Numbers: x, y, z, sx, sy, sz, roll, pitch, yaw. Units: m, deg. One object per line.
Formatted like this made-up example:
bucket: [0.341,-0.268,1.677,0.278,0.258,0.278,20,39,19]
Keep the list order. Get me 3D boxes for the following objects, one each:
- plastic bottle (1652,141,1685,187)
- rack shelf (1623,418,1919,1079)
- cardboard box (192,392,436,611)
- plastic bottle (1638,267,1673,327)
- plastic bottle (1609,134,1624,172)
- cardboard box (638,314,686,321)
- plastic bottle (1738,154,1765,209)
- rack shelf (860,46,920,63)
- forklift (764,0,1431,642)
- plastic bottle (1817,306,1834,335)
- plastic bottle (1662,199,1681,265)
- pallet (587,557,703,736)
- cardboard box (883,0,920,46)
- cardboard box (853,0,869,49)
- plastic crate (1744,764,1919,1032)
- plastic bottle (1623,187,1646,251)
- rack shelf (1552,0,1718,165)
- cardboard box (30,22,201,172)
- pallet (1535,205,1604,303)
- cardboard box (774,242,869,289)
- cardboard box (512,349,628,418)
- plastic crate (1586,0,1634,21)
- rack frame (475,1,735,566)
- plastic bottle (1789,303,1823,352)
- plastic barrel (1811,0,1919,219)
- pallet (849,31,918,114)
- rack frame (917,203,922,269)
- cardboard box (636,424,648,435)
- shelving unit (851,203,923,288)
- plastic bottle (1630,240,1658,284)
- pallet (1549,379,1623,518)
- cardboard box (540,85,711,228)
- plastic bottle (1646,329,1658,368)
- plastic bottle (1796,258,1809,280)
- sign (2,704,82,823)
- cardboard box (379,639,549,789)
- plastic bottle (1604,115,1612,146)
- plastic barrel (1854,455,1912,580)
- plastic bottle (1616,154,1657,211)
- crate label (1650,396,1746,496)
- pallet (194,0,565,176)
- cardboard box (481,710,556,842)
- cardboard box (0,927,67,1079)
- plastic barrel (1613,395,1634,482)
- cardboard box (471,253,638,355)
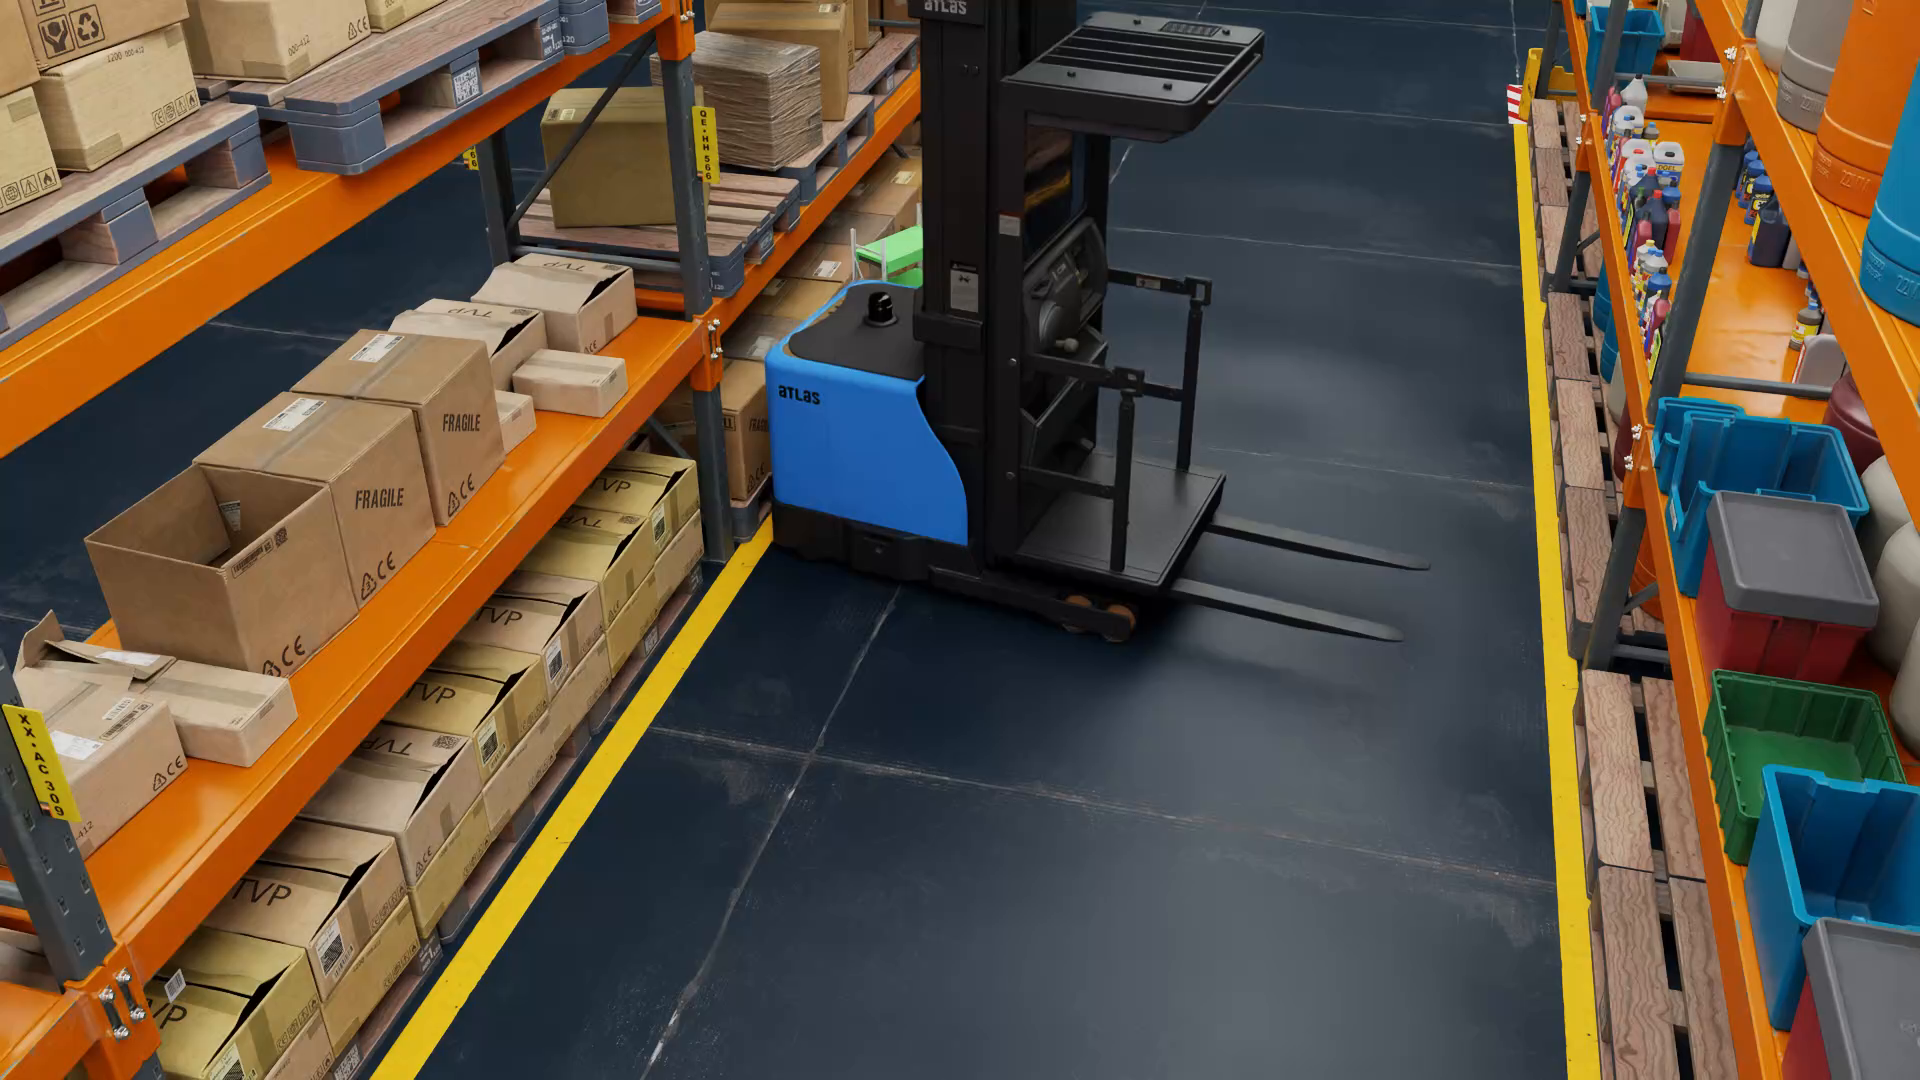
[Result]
plastic bottle: [3.629,-1.900,8.558,0.152,0.276,0.135,8,33,12]
rack shelf: [2.680,0.776,4.904,1.077,0.370,4.000,8,33,12]
cardboard box: [-2.147,-0.138,5.578,0.500,0.500,0.500,8,33,12]
plastic bottle: [3.032,-1.058,7.238,0.097,0.271,0.097,0,32,0]
plastic bottle: [3.543,-2.072,8.899,0.097,0.201,0.097,0,32,0]
cardboard box: [-1.582,-1.236,8.620,0.500,0.250,0.500,9,34,14]
plastic bottle: [4.035,-1.825,8.444,0.097,0.271,0.097,0,32,0]
rack shelf: [-0.080,-4.052,12.499,1.077,0.370,4.000,8,33,12]
forklift: [0.650,-1.100,7.249,3.031,2.935,1.130,13,35,20]
plastic bottle: [3.727,-0.934,7.039,0.152,0.276,0.135,8,33,12]
plastic bottle: [3.354,-1.454,7.850,0.061,0.283,0.133,8,33,12]
pallet: [-1.850,0.357,7.492,1.003,0.211,1.213,8,33,12]
cardboard box: [-0.195,-3.587,11.004,0.500,0.500,0.500,9,34,14]
cardboard box: [-0.924,-3.322,10.195,0.700,0.500,0.500,-3,33,-4]
plastic crate: [2.151,0.902,4.050,0.392,0.384,0.575,8,33,12]
plastic bottle: [3.248,-1.543,7.990,0.061,0.283,0.133,8,33,12]
rack shelf: [4.710,-3.376,11.435,1.077,0.370,4.000,8,33,12]
cardboard box: [-2.316,-1.150,4.215,0.500,0.250,0.500,5,33,8]
pallet: [4.351,-1.852,10.966,1.003,0.211,1.213,8,33,12]
cardboard box: [-0.824,-1.374,9.535,0.500,0.500,0.500,7,33,11]
cardboard box: [-1.564,-0.632,6.682,0.380,0.149,0.250,8,33,12]
plastic crate: [4.354,-3.500,11.150,0.293,0.136,0.466,8,33,12]
rack frame: [-1.603,-1.242,7.408,1.000,3.000,0.127,8,33,12]
plastic bottle: [3.602,-0.910,7.070,0.097,0.201,0.097,0,32,0]
plastic barrel: [2.603,-1.277,4.266,0.600,0.830,0.708,8,33,12]
pallet: [-0.896,-2.837,10.096,1.003,0.211,1.213,8,33,12]
rack frame: [-0.137,-1.237,9.078,0.240,1.200,0.015,26,41,35]
cardboard box: [-1.593,-0.890,8.774,0.500,0.500,0.500,9,34,14]
shelving unit: [-0.302,-1.141,8.926,0.258,1.200,0.503,26,41,35]
plastic bottle: [3.156,-1.281,7.654,0.097,0.201,0.097,0,32,0]
pallet: [3.659,-0.435,8.737,1.003,0.211,1.213,8,33,12]
cardboard box: [-1.552,-1.804,7.807,0.700,0.500,0.500,-3,33,-4]
plastic bottle: [2.924,-0.807,6.909,0.097,0.201,0.097,0,32,0]
plastic bottle: [3.959,-1.348,7.694,0.097,0.271,0.097,0,32,0]
sign: [-2.081,0.510,3.772,0.100,0.325,0.005,8,33,12]
cardboard box: [-1.883,0.602,6.156,0.500,0.311,0.500,9,34,14]
plastic bottle: [3.651,-2.294,9.247,0.097,0.201,0.097,0,32,0]
plastic barrel: [3.133,-0.050,5.429,0.421,0.512,0.421,0,32,0]
plastic bottle: [3.423,-1.800,8.401,0.152,0.276,0.135,8,33,12]
crate label: [2.718,-0.328,6.125,0.303,0.233,0.416,8,33,12]
pallet: [-1.970,-1.483,5.167,1.003,0.211,1.213,10,34,15]
cardboard box: [-1.886,0.843,6.299,0.500,0.250,0.500,9,33,13]
cardboard box: [-2.793,1.331,5.009,0.500,0.311,0.500,8,33,12]
plastic barrel: [3.582,-0.568,8.203,0.600,0.588,0.708,8,33,12]
cardboard box: [-1.738,-1.022,7.144,0.500,0.311,0.500,10,34,15]
